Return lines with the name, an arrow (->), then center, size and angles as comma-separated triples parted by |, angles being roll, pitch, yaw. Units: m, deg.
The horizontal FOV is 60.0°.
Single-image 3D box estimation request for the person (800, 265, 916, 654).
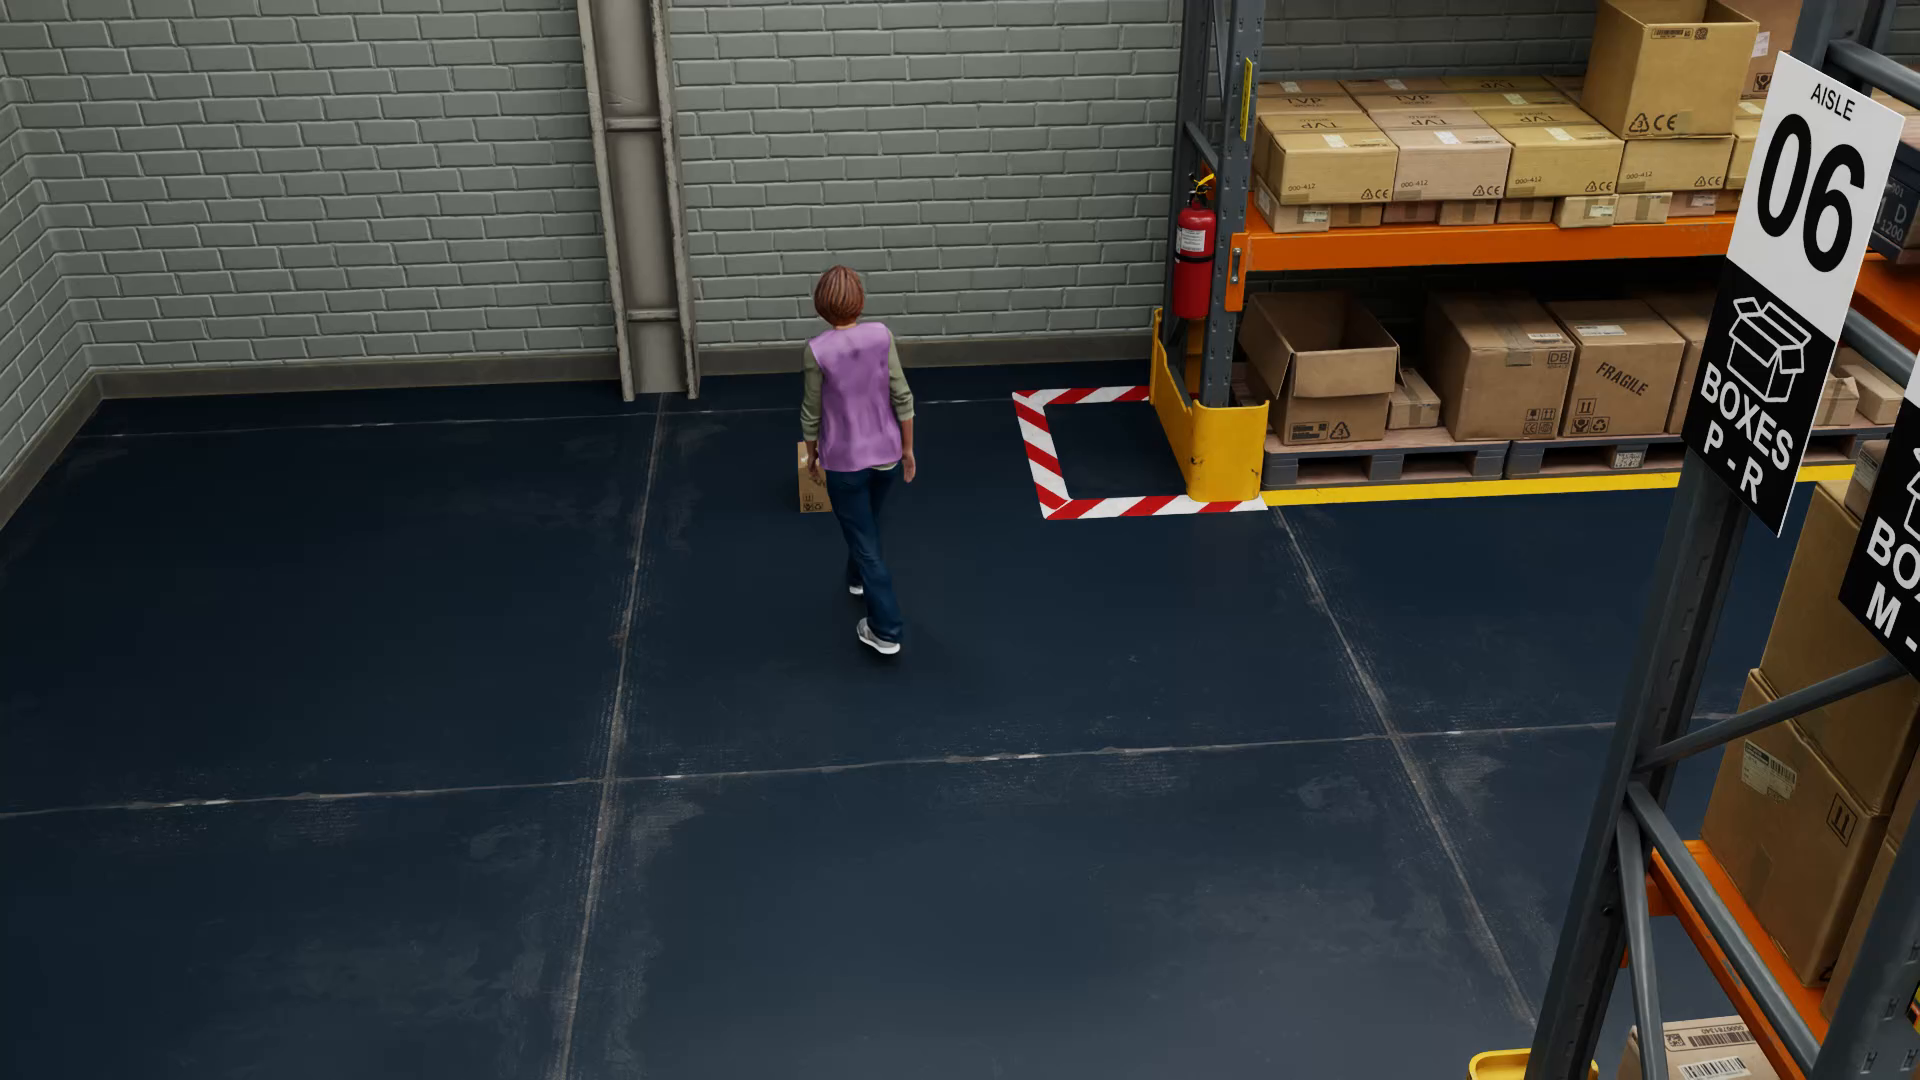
person -> -0.415, -0.330, 6.682 | 0.419, 1.584, 0.729 | -17, 36, -26
